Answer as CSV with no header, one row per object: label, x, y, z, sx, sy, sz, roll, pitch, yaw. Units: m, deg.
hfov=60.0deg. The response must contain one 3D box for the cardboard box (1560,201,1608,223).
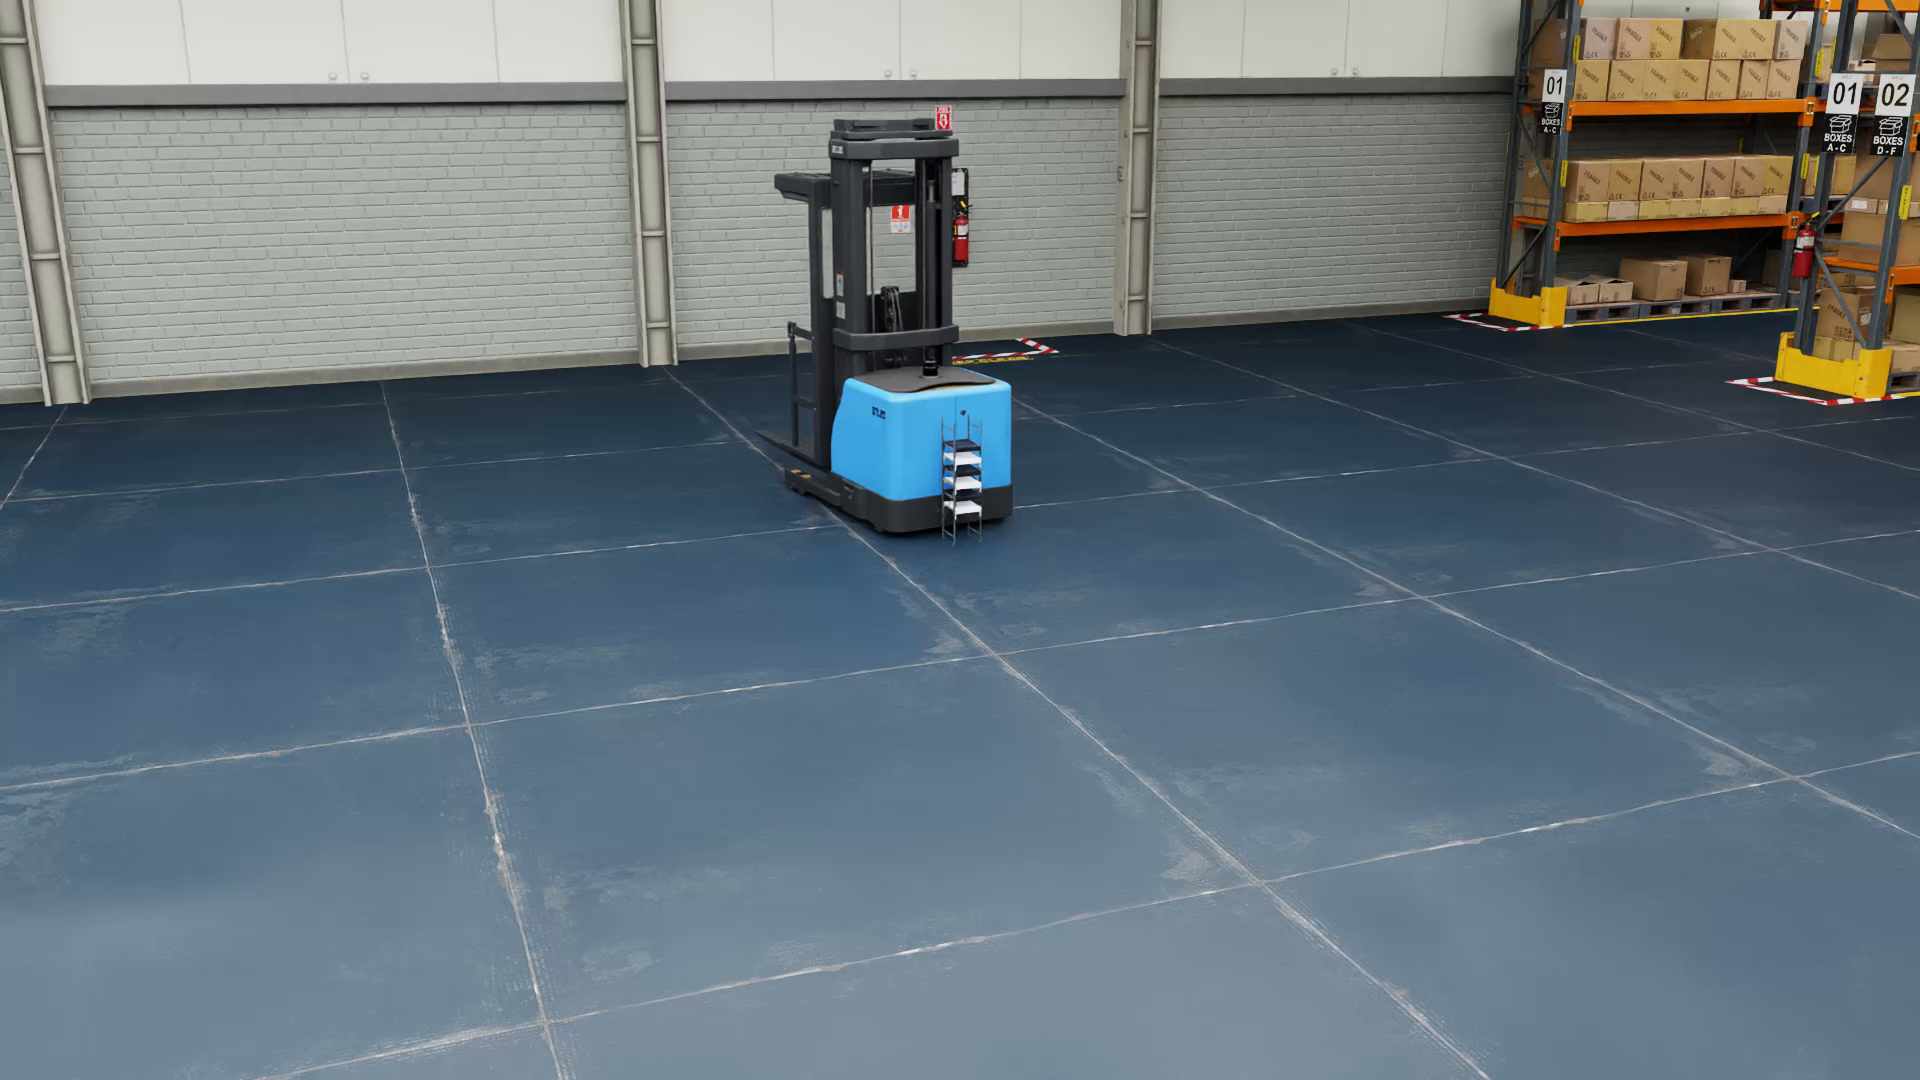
cardboard box,7.998,-4.259,21.508,0.500,0.250,0.500,-7,18,-22

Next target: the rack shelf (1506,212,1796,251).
rack shelf,9.296,-4.212,22.394,4.000,0.370,1.077,-6,17,-20

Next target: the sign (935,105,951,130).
sign,-0.195,-4.947,19.507,0.199,0.298,0.001,-6,17,-20

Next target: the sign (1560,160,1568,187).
sign,7.623,-4.628,20.998,0.005,0.325,0.100,-6,17,-20

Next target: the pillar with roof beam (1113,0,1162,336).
pillar with roof beam,3.710,-5.794,15.859,0.400,9.000,9.100,-6,17,-20

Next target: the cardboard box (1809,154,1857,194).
cardboard box,12.175,-5.115,23.233,0.500,0.500,0.700,-4,17,-14

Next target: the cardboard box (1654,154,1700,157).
cardboard box,9.698,-4.964,22.578,0.500,0.500,0.500,-6,17,-19

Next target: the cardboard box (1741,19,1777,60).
cardboard box,10.282,-6.555,21.786,0.500,0.500,0.500,-5,17,-17

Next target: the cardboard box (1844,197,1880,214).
cardboard box,9.493,-3.500,17.366,0.250,0.149,0.380,-6,18,-21

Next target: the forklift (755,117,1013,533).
forklift,-0.765,-1.823,13.104,1.130,2.935,3.031,-9,19,-28

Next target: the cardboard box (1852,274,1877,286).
cardboard box,12.800,-3.955,23.899,0.500,0.500,0.700,-6,17,-19

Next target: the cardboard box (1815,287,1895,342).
cardboard box,9.599,-2.427,17.843,0.500,0.500,0.500,-6,17,-20

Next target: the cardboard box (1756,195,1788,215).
cardboard box,10.830,-4.569,22.564,0.500,0.250,0.500,-6,17,-20

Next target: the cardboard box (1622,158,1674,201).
cardboard box,8.931,-4.720,21.746,0.500,0.500,0.500,-7,18,-22

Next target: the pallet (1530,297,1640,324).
pallet,8.270,-3.098,22.273,1.213,0.211,1.003,-6,17,-20

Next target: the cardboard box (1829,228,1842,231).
cardboard box,12.739,-4.308,23.768,0.500,0.250,0.500,-7,18,-22

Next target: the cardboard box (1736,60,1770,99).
cardboard box,10.303,-6.092,21.983,0.500,0.500,0.500,-8,18,-25

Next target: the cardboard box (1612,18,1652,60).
cardboard box,8.361,-6.344,21.067,0.500,0.500,0.500,-6,18,-21

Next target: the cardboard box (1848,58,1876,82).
cardboard box,12.278,-6.453,22.838,0.500,0.311,0.500,-6,17,-18

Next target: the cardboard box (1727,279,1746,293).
cardboard box,10.675,-3.549,23.106,0.250,0.166,0.380,-9,18,-27

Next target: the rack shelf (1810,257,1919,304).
rack shelf,11.072,-2.909,17.957,4.000,0.370,1.077,-6,17,-20

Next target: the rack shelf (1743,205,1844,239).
rack shelf,13.031,-4.615,23.768,4.000,0.370,1.077,-6,17,-20

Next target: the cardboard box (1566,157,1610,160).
cardboard box,8.266,-4.805,22.035,0.500,0.500,0.500,-6,17,-19

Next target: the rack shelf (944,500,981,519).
rack shelf,0.011,-0.226,12.029,0.200,0.077,0.258,-7,18,-22

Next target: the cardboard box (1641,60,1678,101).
cardboard box,8.828,-5.918,21.392,0.500,0.500,0.500,-5,17,-18

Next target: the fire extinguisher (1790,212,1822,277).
fire extinguisher,8.928,-3.126,17.556,0.183,0.674,0.296,-6,17,-20

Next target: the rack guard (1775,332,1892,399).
rack guard,9.182,-1.851,17.513,0.348,0.500,1.175,-6,17,-20

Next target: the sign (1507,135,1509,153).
sign,7.248,-5.211,21.903,0.005,0.325,0.100,-6,17,-20

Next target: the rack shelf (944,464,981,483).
rack shelf,0.011,-0.485,11.953,0.200,0.077,0.258,-7,18,-22

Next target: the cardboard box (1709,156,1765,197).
cardboard box,10.369,-4.875,22.276,0.500,0.500,0.500,-6,17,-20

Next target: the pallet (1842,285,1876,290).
pallet,13.031,-3.624,24.064,1.213,0.211,1.003,-6,17,-20

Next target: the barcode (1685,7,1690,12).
barcode,9.712,-7.082,22.197,0.075,0.075,0.001,-6,17,-20

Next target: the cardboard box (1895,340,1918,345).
cardboard box,10.250,-1.982,17.657,0.500,0.250,0.500,-6,17,-20

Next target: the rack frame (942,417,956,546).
rack frame,-0.082,-0.420,11.930,0.006,0.900,0.240,-7,18,-22

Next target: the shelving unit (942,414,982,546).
shelving unit,0.011,-0.431,11.969,0.210,0.900,0.258,-7,18,-22

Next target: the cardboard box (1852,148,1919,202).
cardboard box,9.694,-3.772,17.139,0.500,0.500,0.700,-6,17,-20

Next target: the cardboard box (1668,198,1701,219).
cardboard box,9.428,-4.415,22.040,0.500,0.250,0.500,-6,17,-20

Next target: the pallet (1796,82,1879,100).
pallet,11.778,-6.142,22.700,1.003,0.211,1.213,-6,17,-20

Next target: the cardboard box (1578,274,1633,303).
cardboard box,8.639,-3.380,22.276,0.500,0.311,0.500,-5,17,-15

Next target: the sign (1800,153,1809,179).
sign,11.365,-5.032,22.374,0.005,0.325,0.100,-6,17,-20

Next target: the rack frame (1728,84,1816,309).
rack frame,11.163,-4.759,22.980,0.127,3.000,1.000,-6,17,-20

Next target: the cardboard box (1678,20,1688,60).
cardboard box,9.183,-6.595,21.921,0.500,0.500,0.500,-6,17,-20

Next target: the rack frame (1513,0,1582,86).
rack frame,7.428,-7.234,20.761,0.127,3.000,1.000,-6,17,-20

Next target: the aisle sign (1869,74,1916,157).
aisle sign,9.253,-4.213,16.506,0.004,0.787,0.394,-6,17,-20
